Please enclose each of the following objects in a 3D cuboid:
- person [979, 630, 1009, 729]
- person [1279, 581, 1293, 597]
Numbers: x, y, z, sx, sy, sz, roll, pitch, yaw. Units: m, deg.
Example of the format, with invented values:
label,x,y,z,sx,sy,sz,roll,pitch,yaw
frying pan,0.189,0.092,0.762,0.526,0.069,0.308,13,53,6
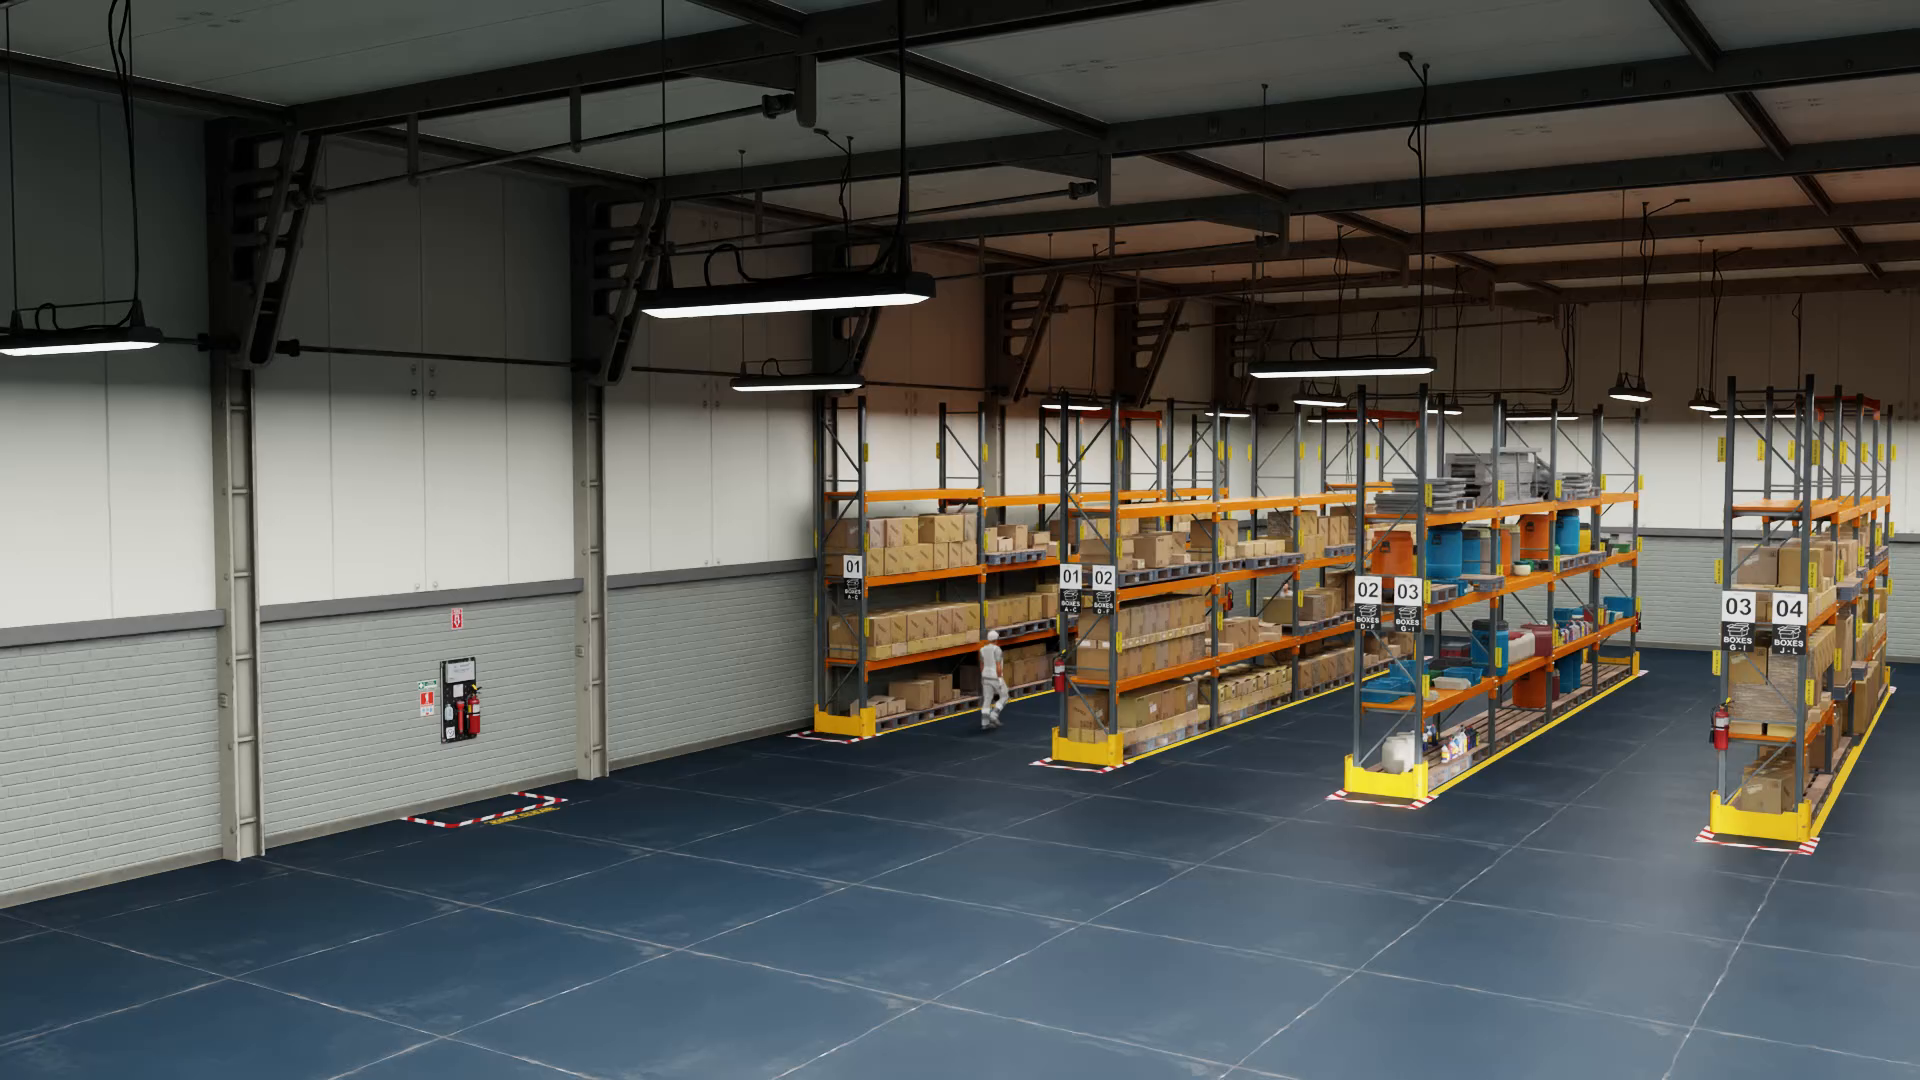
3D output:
label,x,y,z,sx,sy,sz,roll,pitch,yaw
person,0.590,2.516,30.137,0.494,1.771,0.583,-3,4,-44
person,8.636,1.880,43.867,0.446,1.624,0.898,2,3,29
